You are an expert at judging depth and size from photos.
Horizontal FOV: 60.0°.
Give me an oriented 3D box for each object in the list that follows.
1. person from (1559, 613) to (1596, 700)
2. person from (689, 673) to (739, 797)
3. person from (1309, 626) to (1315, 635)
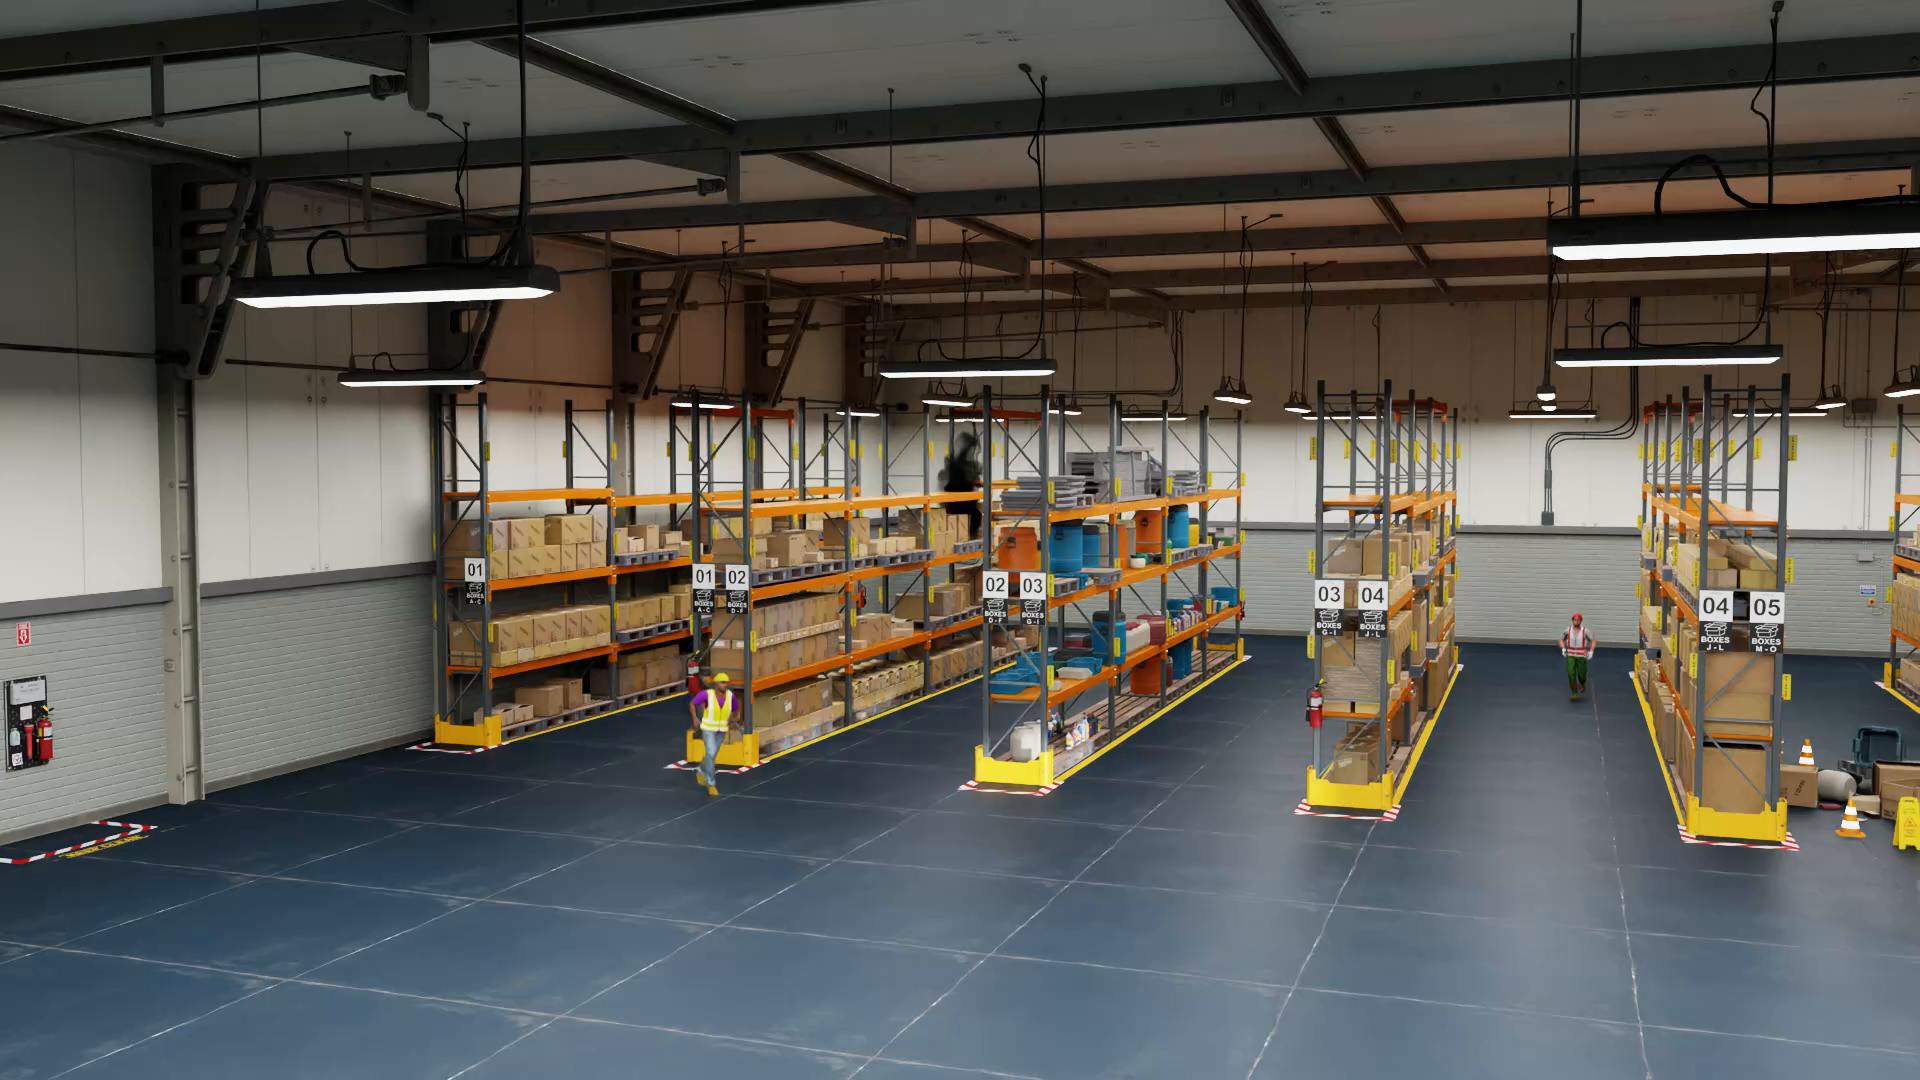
[{"bbox_3d":[12.468,2.342,33.601,0.702,1.742,0.637,1,3,26],"label":"person"},{"bbox_3d":[-3.613,2.819,24.553,0.703,1.755,0.967,-2,4,-34],"label":"person"},{"bbox_3d":[7.382,2.330,33.564,0.689,1.841,0.810,1,3,17],"label":"person"}]
